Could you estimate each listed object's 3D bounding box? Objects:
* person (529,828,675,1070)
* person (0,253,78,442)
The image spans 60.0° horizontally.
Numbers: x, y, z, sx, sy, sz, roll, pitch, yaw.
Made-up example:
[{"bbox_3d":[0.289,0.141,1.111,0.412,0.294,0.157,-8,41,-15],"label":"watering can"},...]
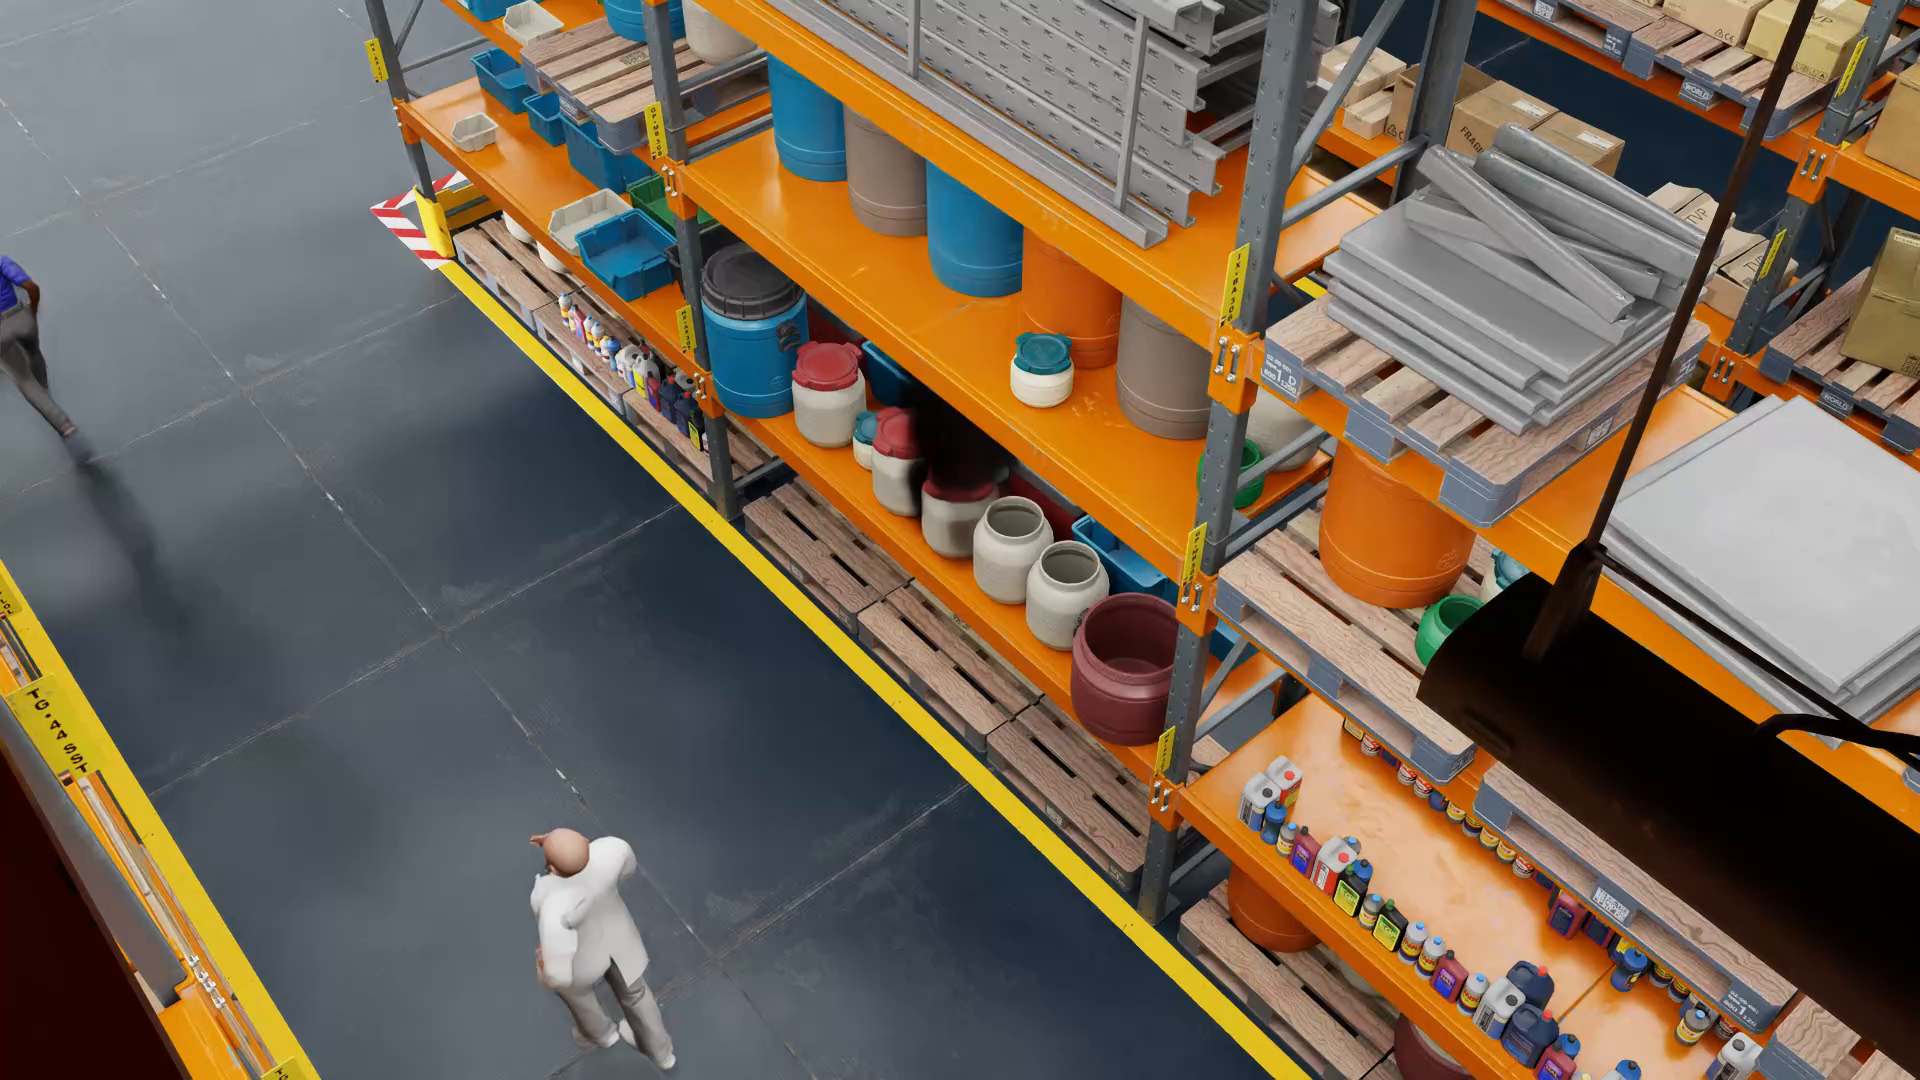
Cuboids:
[{"bbox_3d":[-1.707,1.863,7.624,0.759,1.884,0.685,32,54,27],"label":"person"},{"bbox_3d":[-6.380,-1.368,11.164,1.051,1.683,0.536,35,56,29],"label":"person"}]
